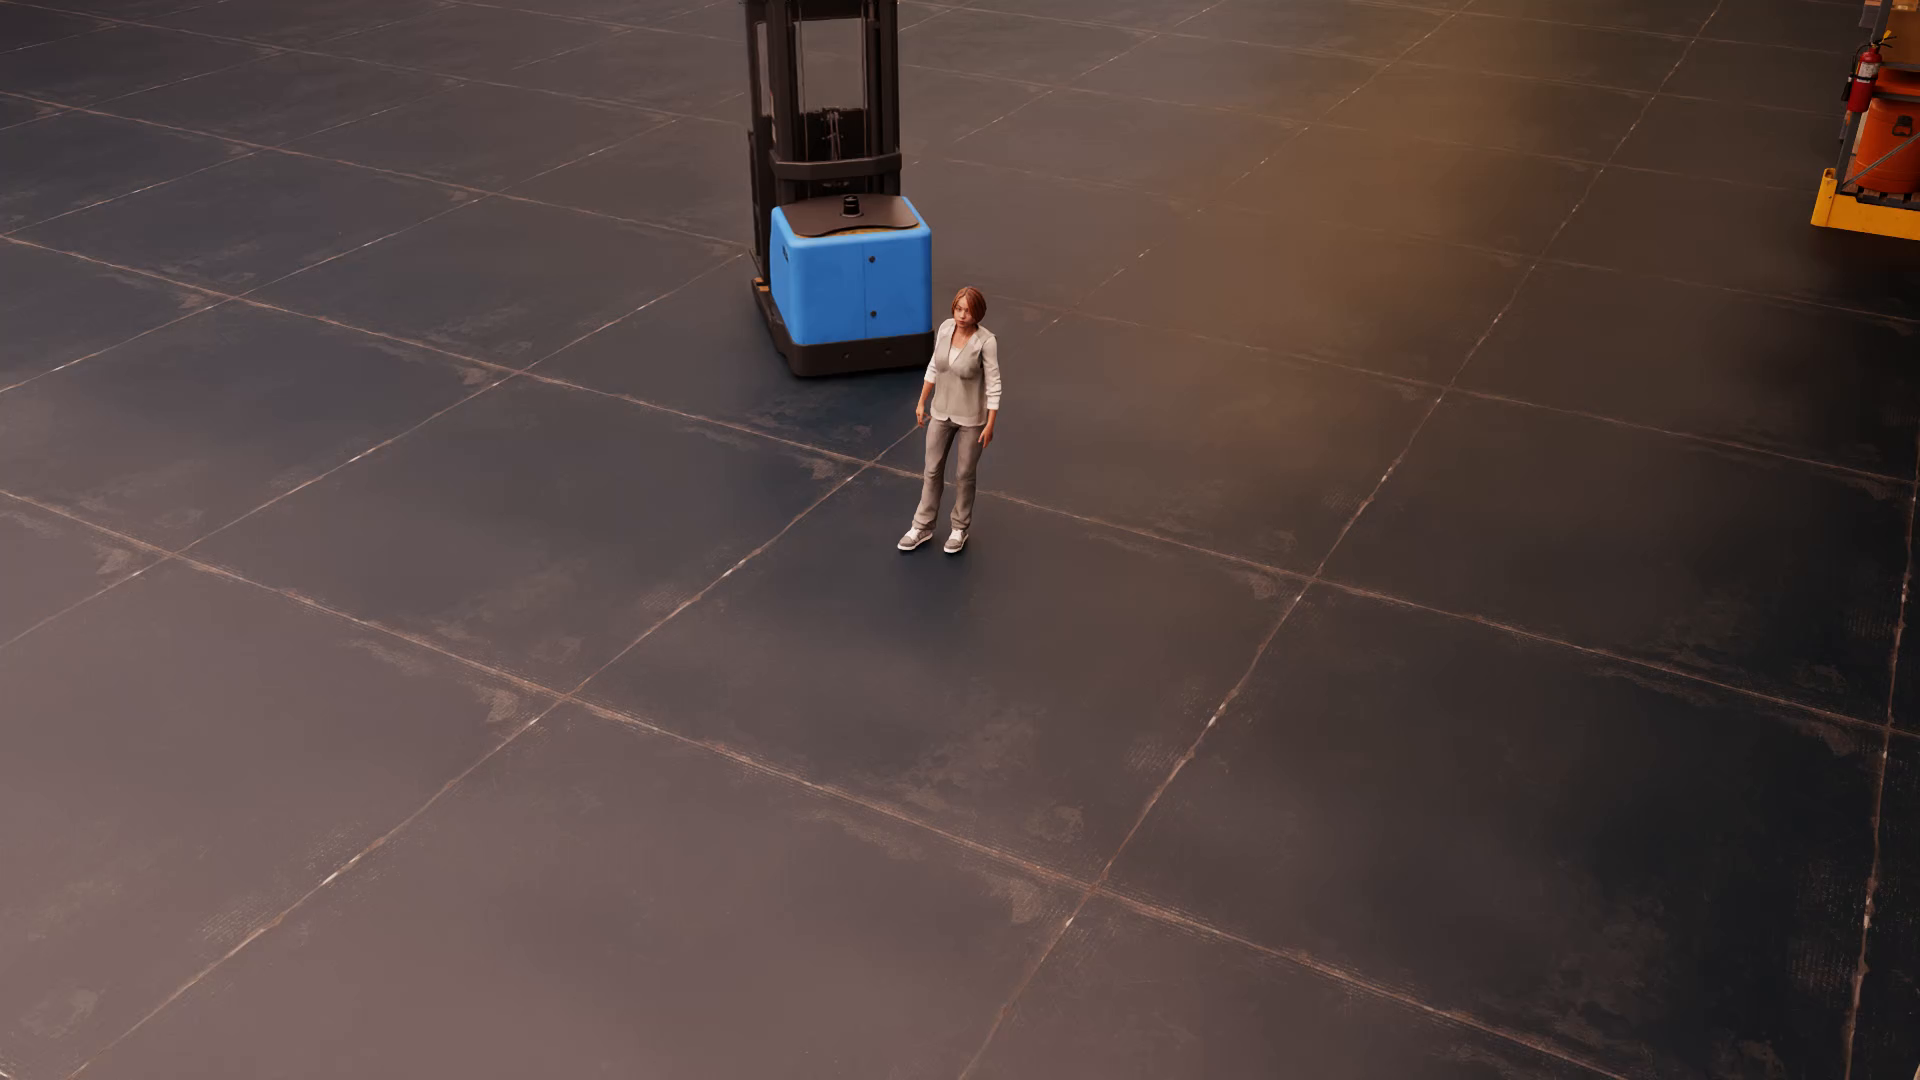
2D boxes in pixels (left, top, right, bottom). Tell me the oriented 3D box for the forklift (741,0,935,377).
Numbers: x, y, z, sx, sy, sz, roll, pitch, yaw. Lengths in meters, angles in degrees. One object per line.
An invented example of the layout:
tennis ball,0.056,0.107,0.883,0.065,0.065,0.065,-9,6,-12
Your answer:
forklift,-1.055,-3.161,12.548,1.130,2.935,3.031,-8,31,-13

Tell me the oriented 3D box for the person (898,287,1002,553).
person,-0.048,-0.669,9.550,0.521,1.596,0.475,15,33,25
